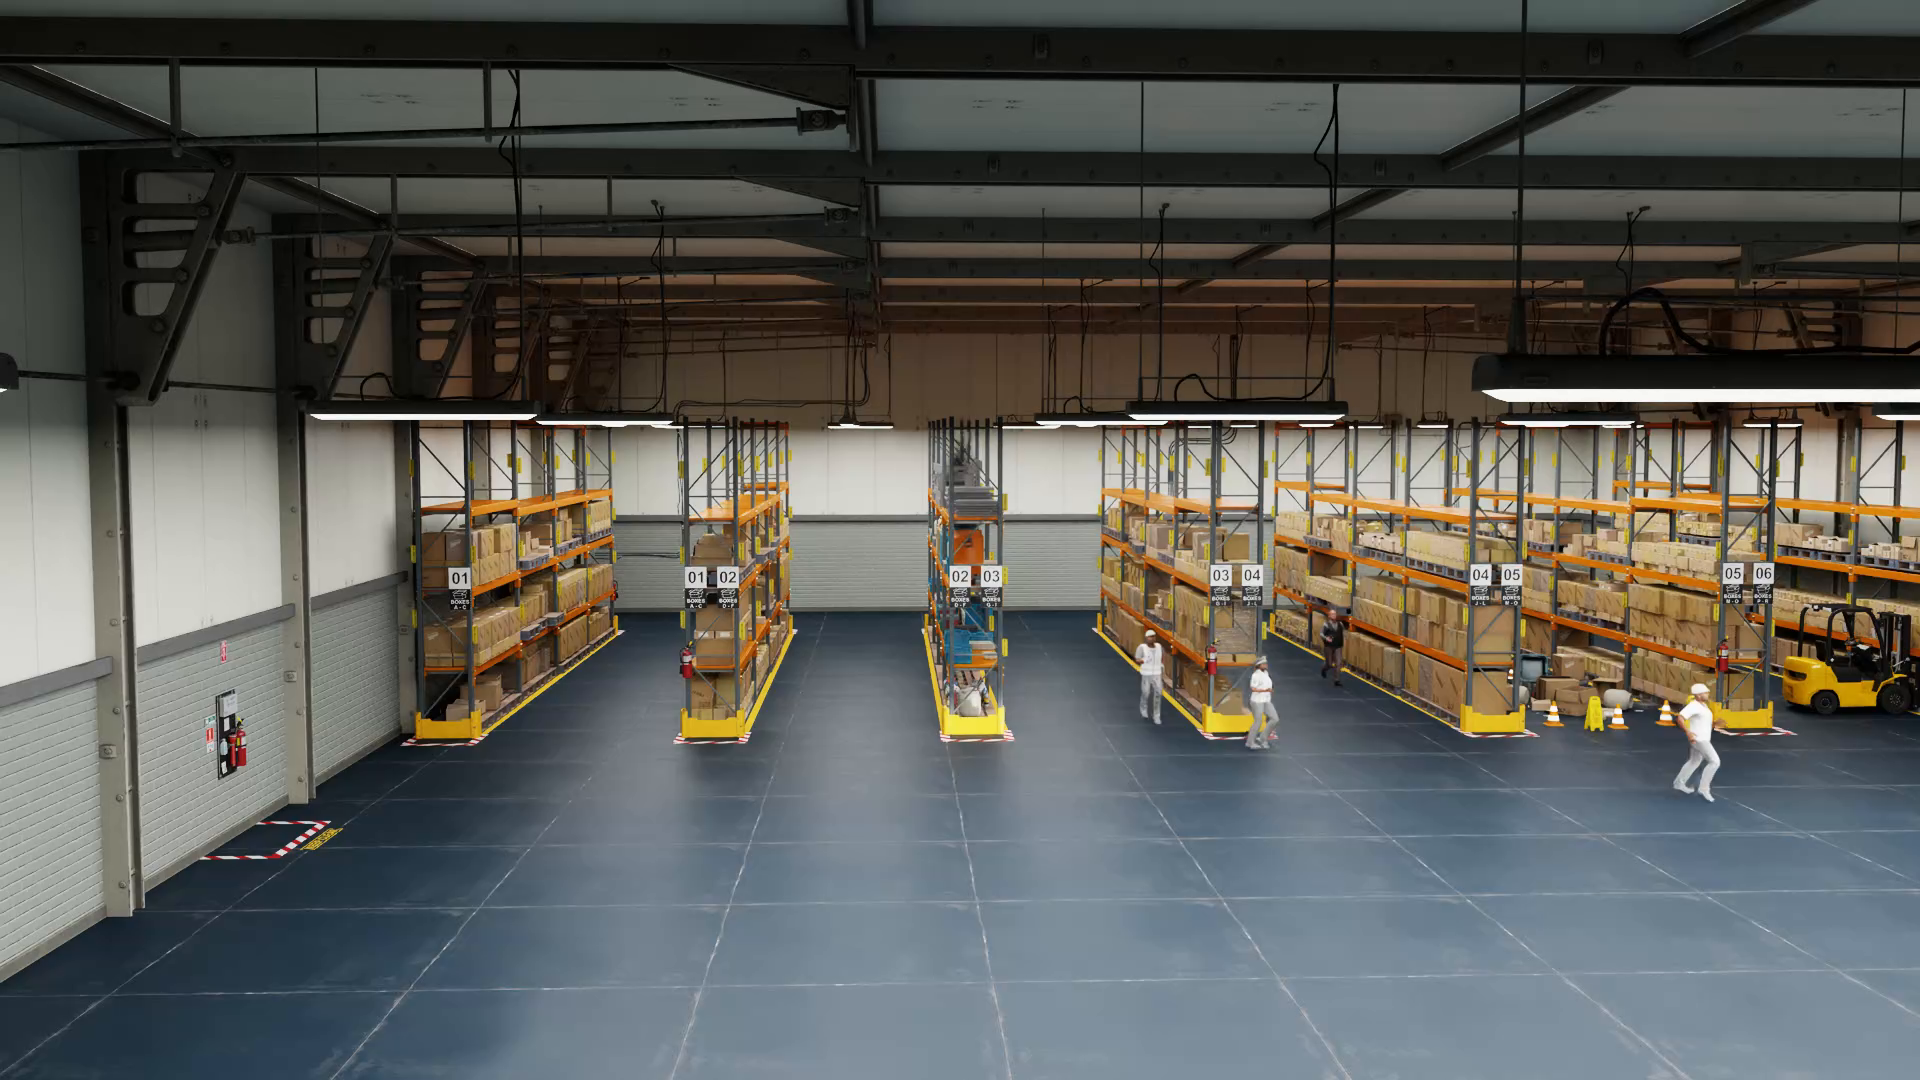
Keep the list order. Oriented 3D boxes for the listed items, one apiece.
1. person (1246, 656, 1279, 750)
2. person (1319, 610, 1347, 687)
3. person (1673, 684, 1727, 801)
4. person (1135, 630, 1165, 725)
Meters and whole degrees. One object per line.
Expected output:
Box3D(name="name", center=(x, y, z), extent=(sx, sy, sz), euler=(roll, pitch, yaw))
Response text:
Box3D(name="person", center=(5.455, 2.937, 29.905), extent=(0.585, 1.722, 0.622), euler=(-4, 5, -45))
Box3D(name="person", center=(8.431, 2.427, 37.512), extent=(0.676, 1.686, 0.971), euler=(0, 4, -6))
Box3D(name="person", center=(11.540, 3.152, 25.932), extent=(0.751, 1.823, 0.669), euler=(2, 4, 28))
Box3D(name="person", center=(3.752, 2.685, 32.737), extent=(0.661, 1.836, 0.755), euler=(-1, 4, -9))
